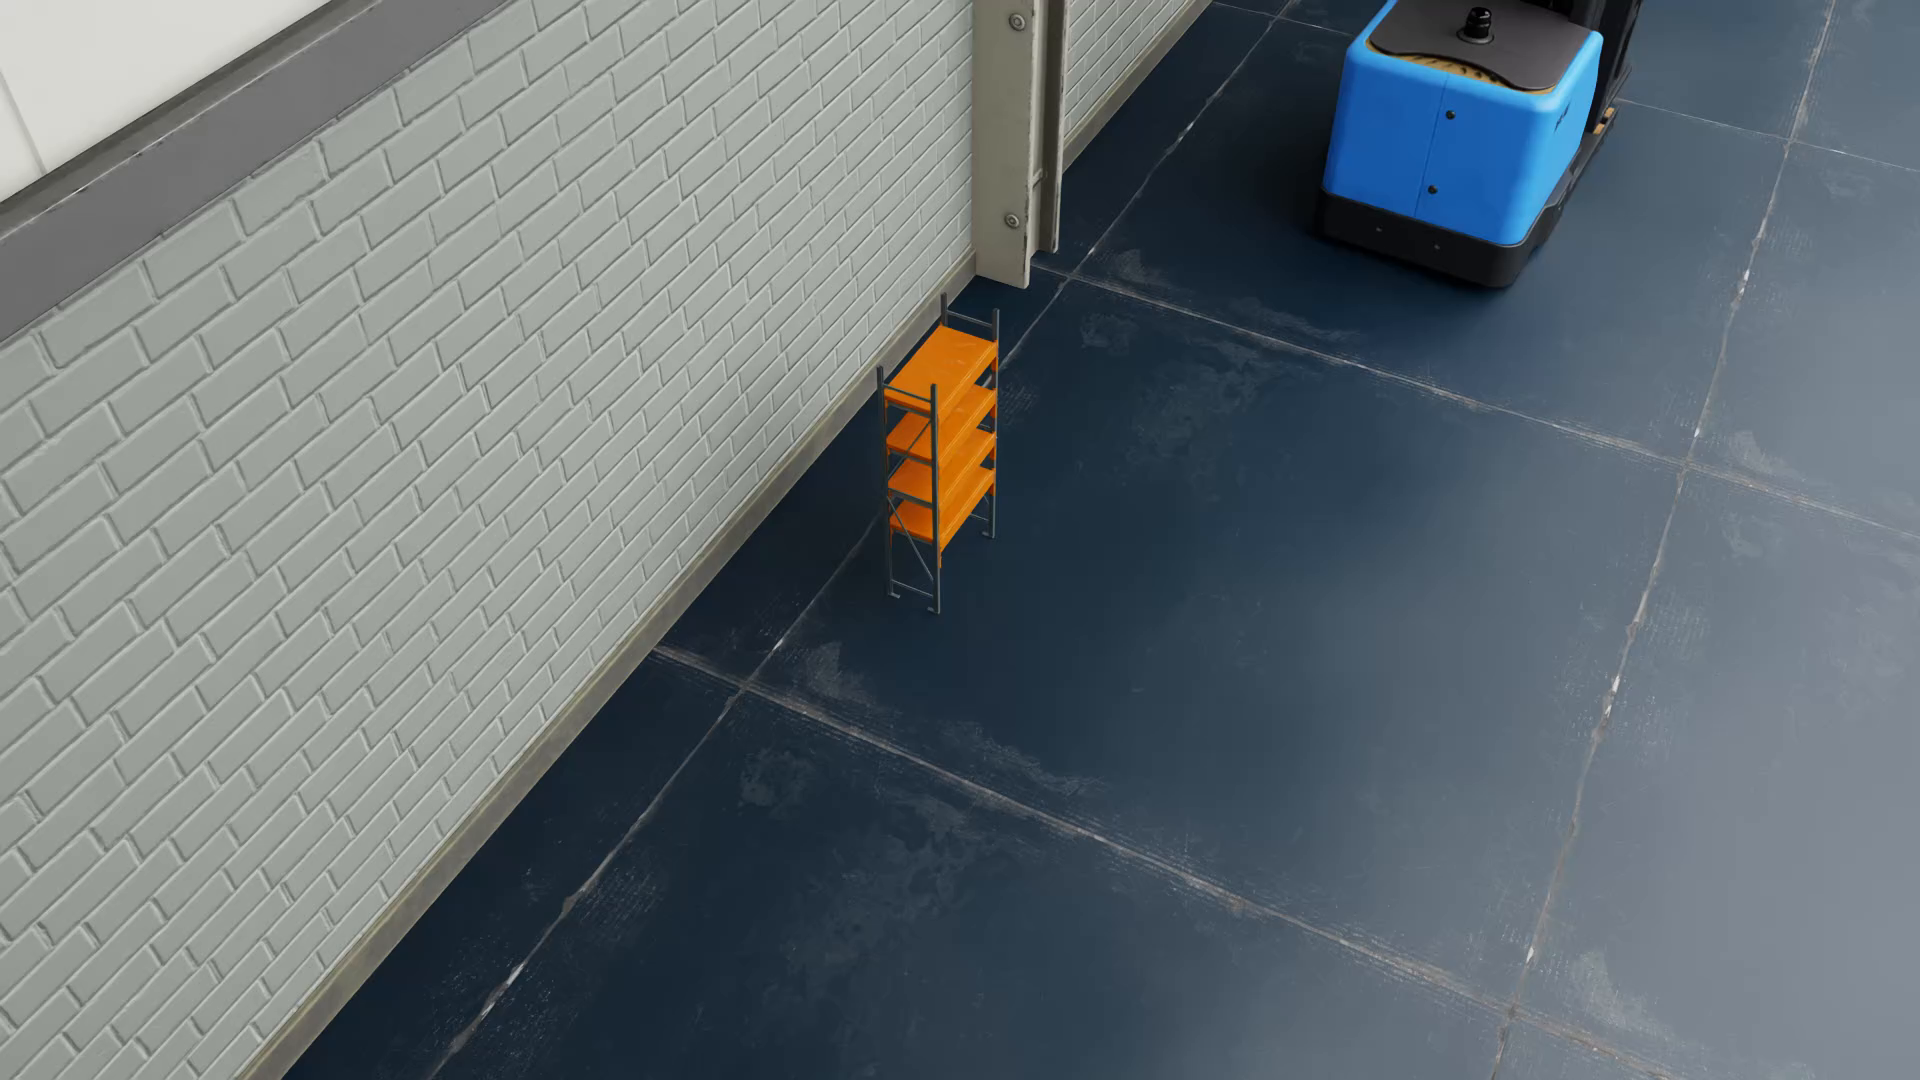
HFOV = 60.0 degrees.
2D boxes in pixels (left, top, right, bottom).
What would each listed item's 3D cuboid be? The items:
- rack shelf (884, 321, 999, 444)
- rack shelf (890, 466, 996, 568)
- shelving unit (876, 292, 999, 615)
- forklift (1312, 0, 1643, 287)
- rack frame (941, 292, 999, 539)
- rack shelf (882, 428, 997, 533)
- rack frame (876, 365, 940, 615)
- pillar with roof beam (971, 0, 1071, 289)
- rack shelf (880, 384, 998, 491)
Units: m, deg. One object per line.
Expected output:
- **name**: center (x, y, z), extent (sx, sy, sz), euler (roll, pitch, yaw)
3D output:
- **rack shelf**: center (-0.077, -0.594, 6.221), extent (0.258, 0.148, 0.480), euler (20, 49, 19)
- **rack shelf**: center (-0.077, -0.131, 6.689), extent (0.258, 0.148, 0.480), euler (20, 49, 19)
- **shelving unit**: center (-0.077, -0.317, 6.500), extent (0.258, 1.200, 0.503), euler (20, 49, 19)
- **forklift**: center (2.990, -3.306, 8.237), extent (1.130, 2.935, 3.031), euler (23, 50, 21)
- **rack frame**: center (0.036, -0.471, 6.652), extent (0.240, 1.200, 0.015), euler (20, 49, 19)
- **rack shelf**: center (-0.077, -0.270, 6.548), extent (0.258, 0.148, 0.480), euler (20, 49, 19)
- **rack frame**: center (-0.190, -0.164, 6.348), extent (0.240, 1.200, 0.015), euler (20, 49, 19)
- **pillar with roof beam**: center (4.089, -3.163, 3.829), extent (9.100, 9.000, 0.400), euler (20, 49, 19)
- **rack shelf**: center (-0.077, -0.427, 6.389), extent (0.258, 0.148, 0.480), euler (20, 49, 19)
